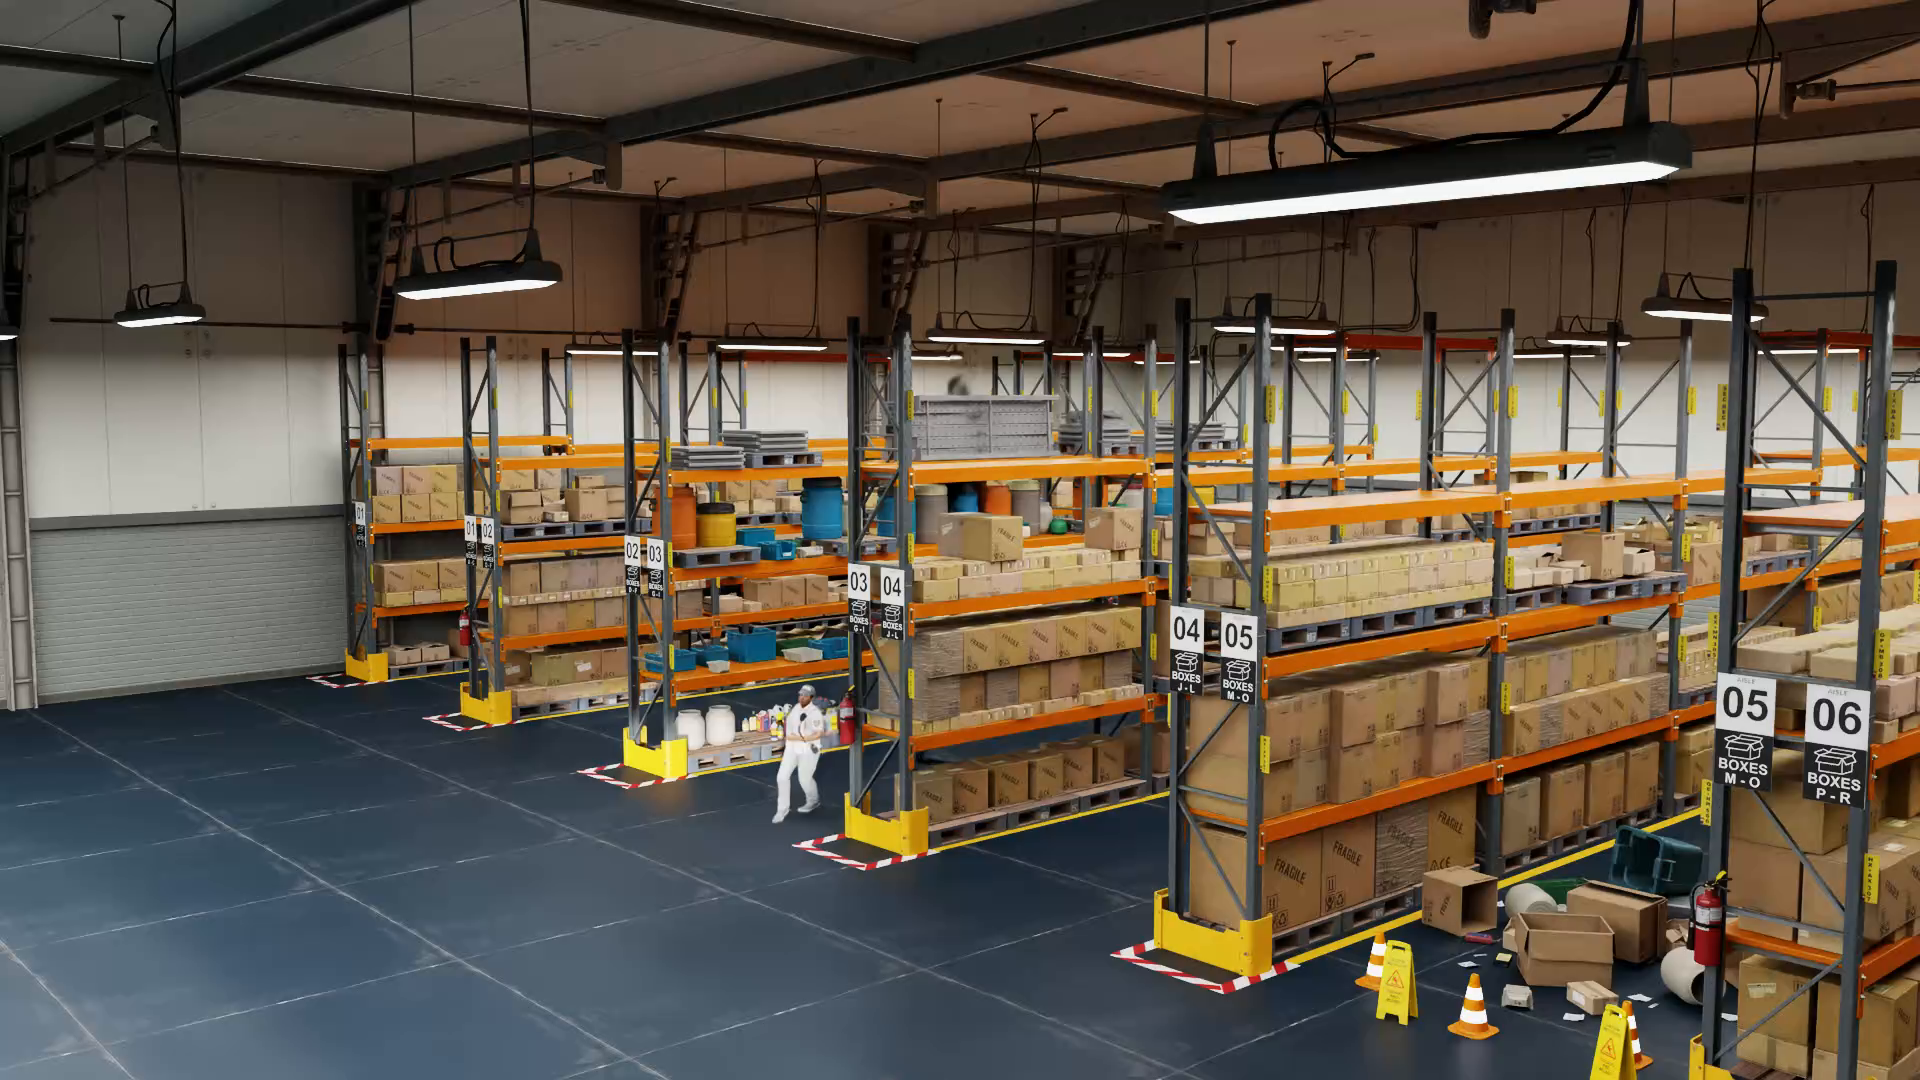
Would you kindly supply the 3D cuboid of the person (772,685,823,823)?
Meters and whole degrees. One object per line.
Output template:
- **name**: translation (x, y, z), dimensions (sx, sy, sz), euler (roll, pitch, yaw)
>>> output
- **person**: translation (-1.854, 2.571, 20.027), dimensions (0.592, 1.704, 0.699), euler (3, 6, 34)

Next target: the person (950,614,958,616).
- **person**: translation (-0.206, 1.822, 28.018), dimensions (0.660, 1.666, 0.615), euler (5, 7, 45)

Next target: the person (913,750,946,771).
- **person**: translation (-0.513, 2.457, 21.446), dimensions (0.736, 1.568, 0.538), euler (-4, 7, -40)
